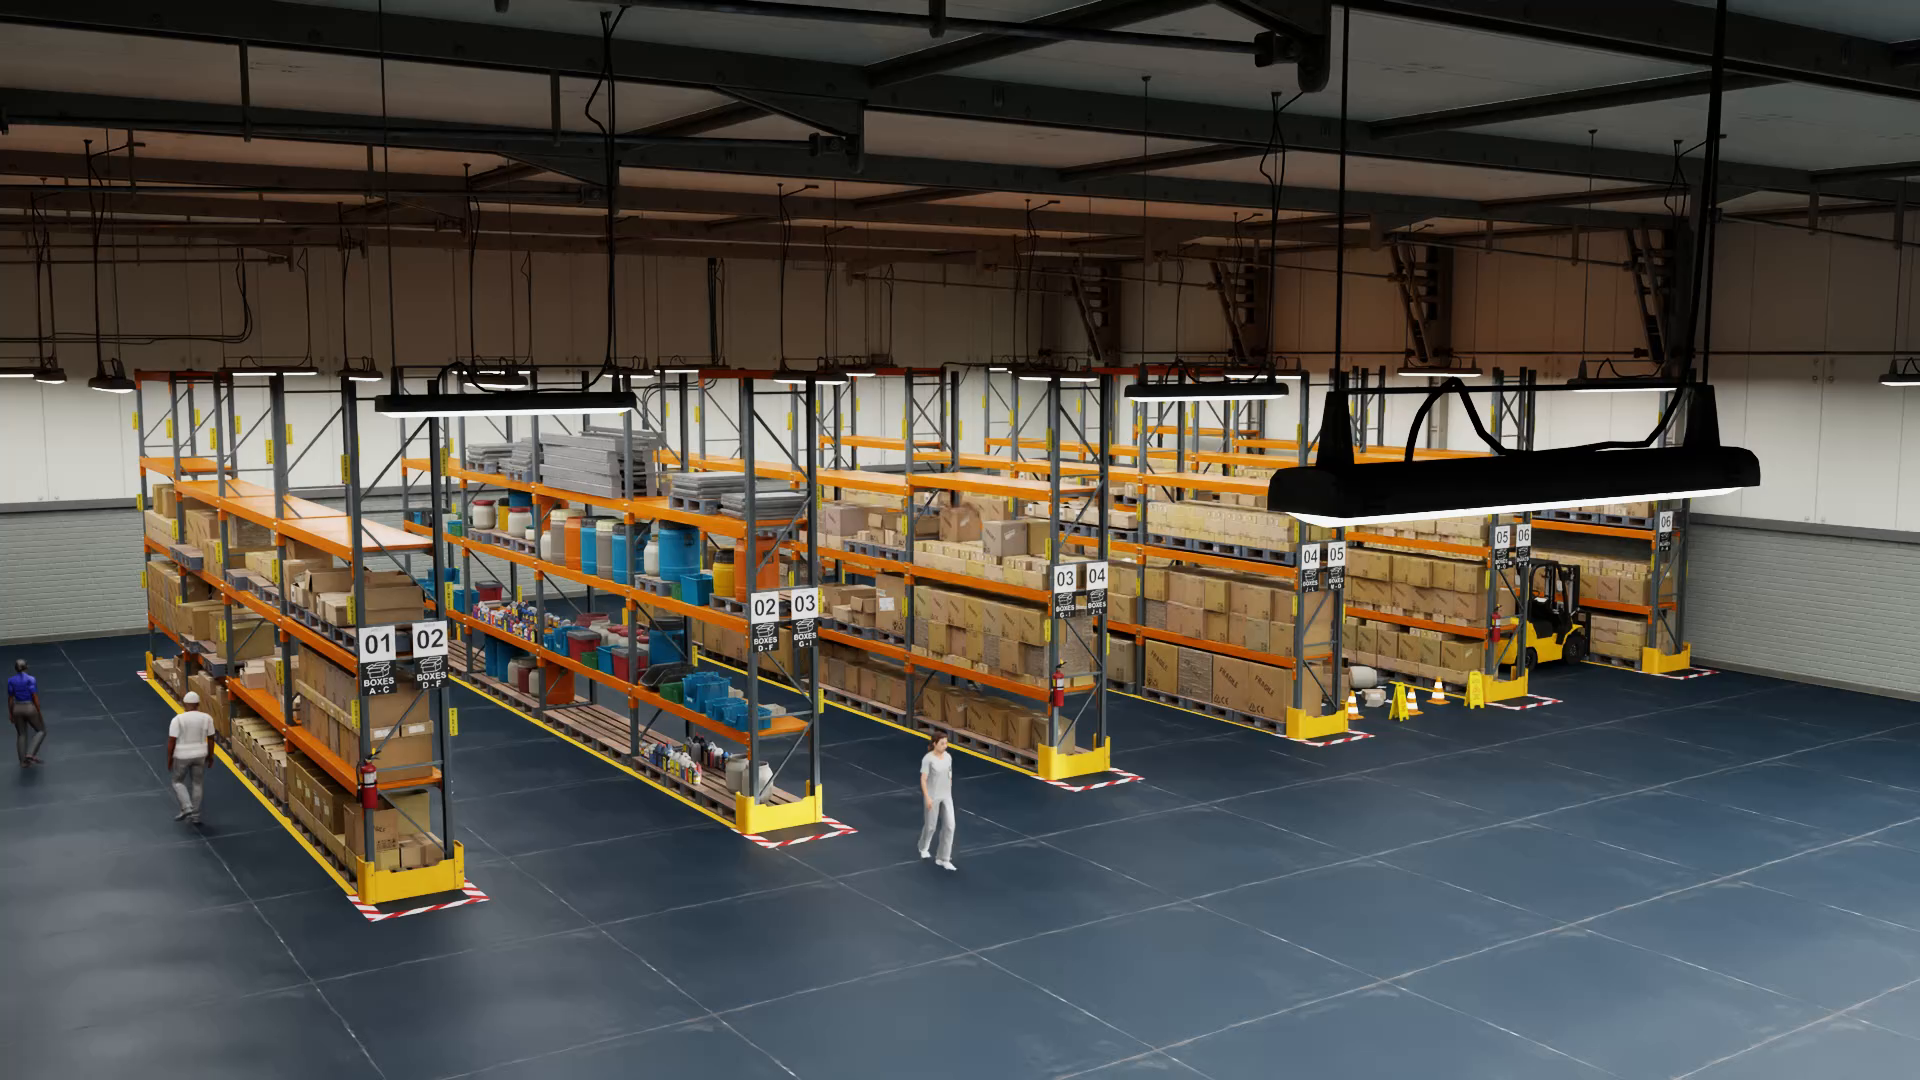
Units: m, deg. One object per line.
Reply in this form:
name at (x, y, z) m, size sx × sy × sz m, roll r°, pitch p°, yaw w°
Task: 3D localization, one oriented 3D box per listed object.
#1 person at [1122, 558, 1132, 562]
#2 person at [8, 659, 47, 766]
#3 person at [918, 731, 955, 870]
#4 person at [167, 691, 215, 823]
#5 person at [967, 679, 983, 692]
person at (3.740, 1.280, 36.973) m, size 0.457 × 1.775 × 0.573 m, roll 2°, pitch 7°, yaw 20°
person at (-14.298, 2.647, 25.413) m, size 0.502 × 1.657 × 0.459 m, roll 0°, pitch 6°, yaw -1°
person at (-0.268, 3.215, 20.615) m, size 0.515 × 1.669 × 0.708 m, roll -5°, pitch 8°, yaw -36°
person at (-10.338, 2.926, 22.374) m, size 0.617 × 1.761 × 0.482 m, roll -5°, pitch 8°, yaw -36°
person at (0.348, 2.070, 30.951) m, size 0.574 × 1.518 × 0.795 m, roll -3°, pitch 7°, yaw -23°
